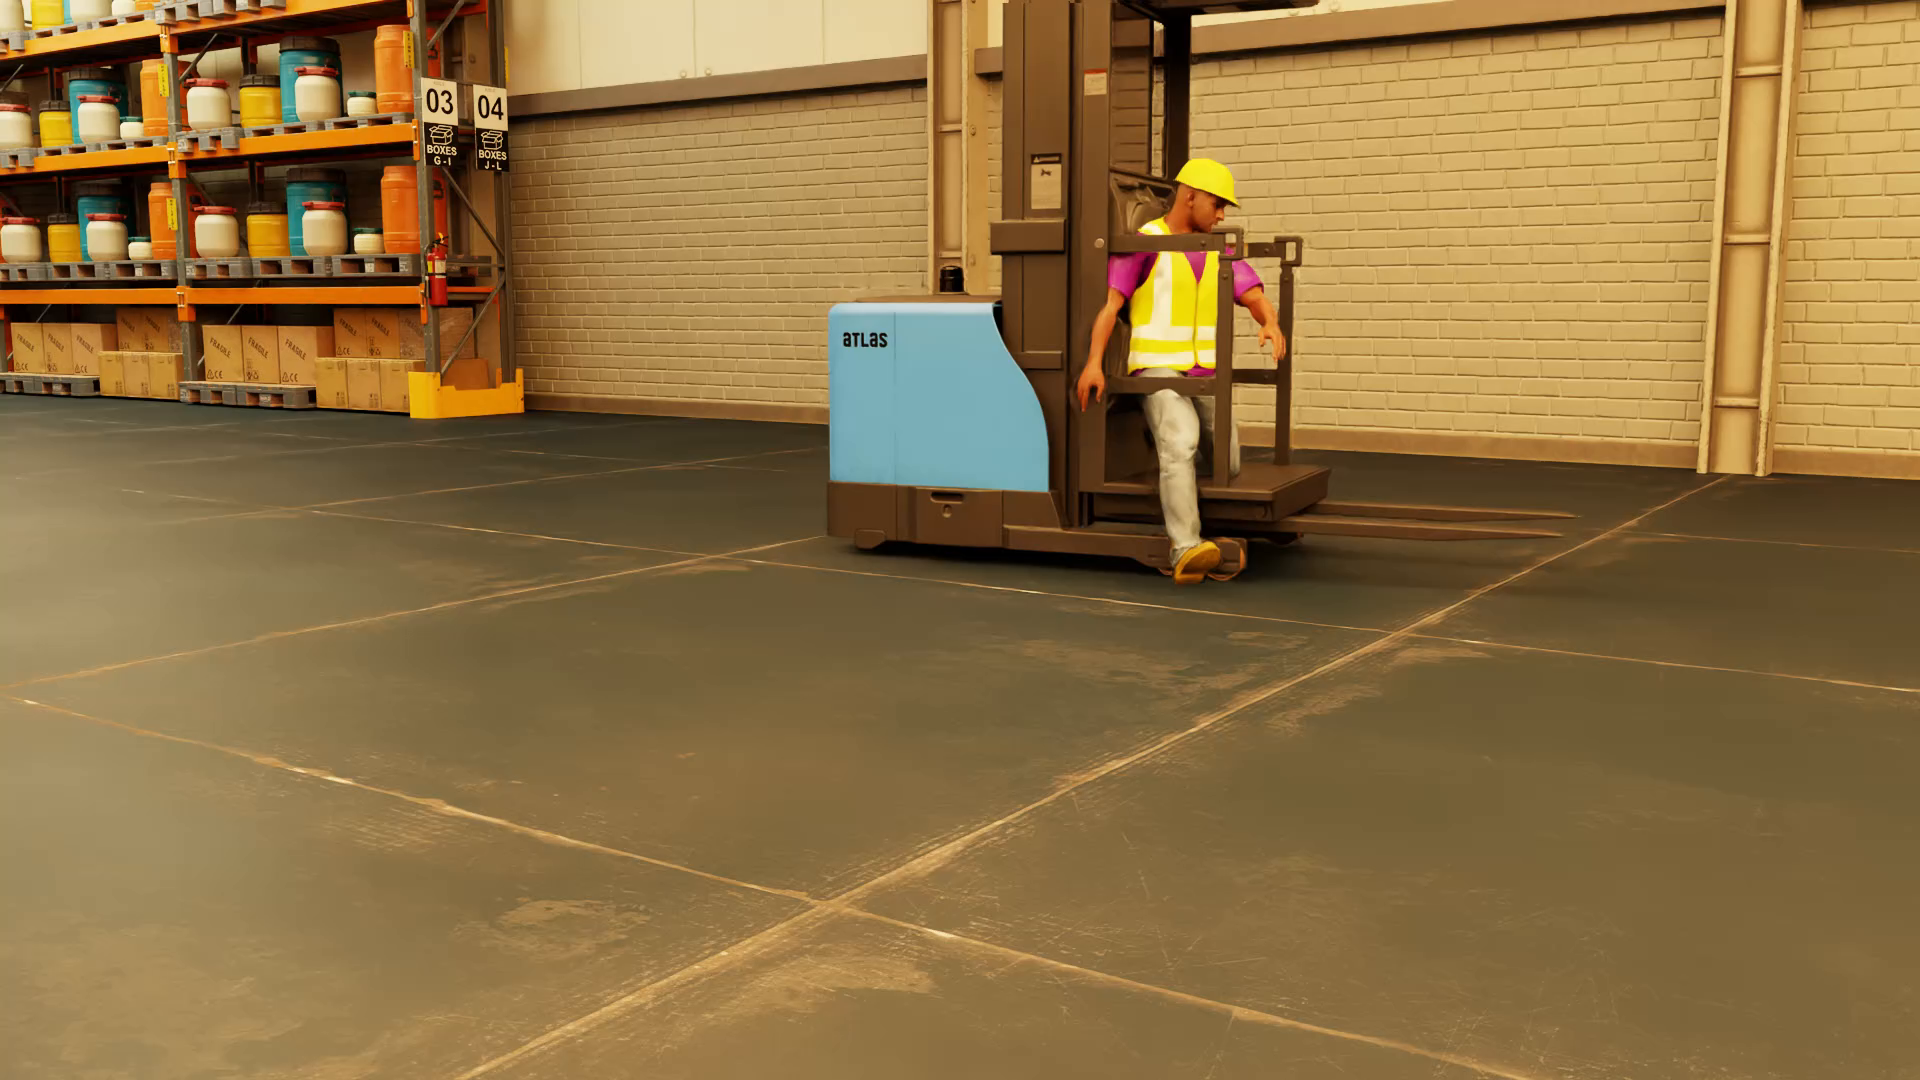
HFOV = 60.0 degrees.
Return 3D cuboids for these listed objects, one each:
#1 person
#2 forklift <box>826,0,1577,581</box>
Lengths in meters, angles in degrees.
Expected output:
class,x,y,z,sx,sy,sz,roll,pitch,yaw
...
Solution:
class,x,y,z,sx,sy,sz,roll,pitch,yaw
person,0.887,-0.682,6.591,0.807,1.653,0.991,-4,9,-28
forklift,0.980,-1.377,6.875,3.031,2.935,1.130,4,9,24
